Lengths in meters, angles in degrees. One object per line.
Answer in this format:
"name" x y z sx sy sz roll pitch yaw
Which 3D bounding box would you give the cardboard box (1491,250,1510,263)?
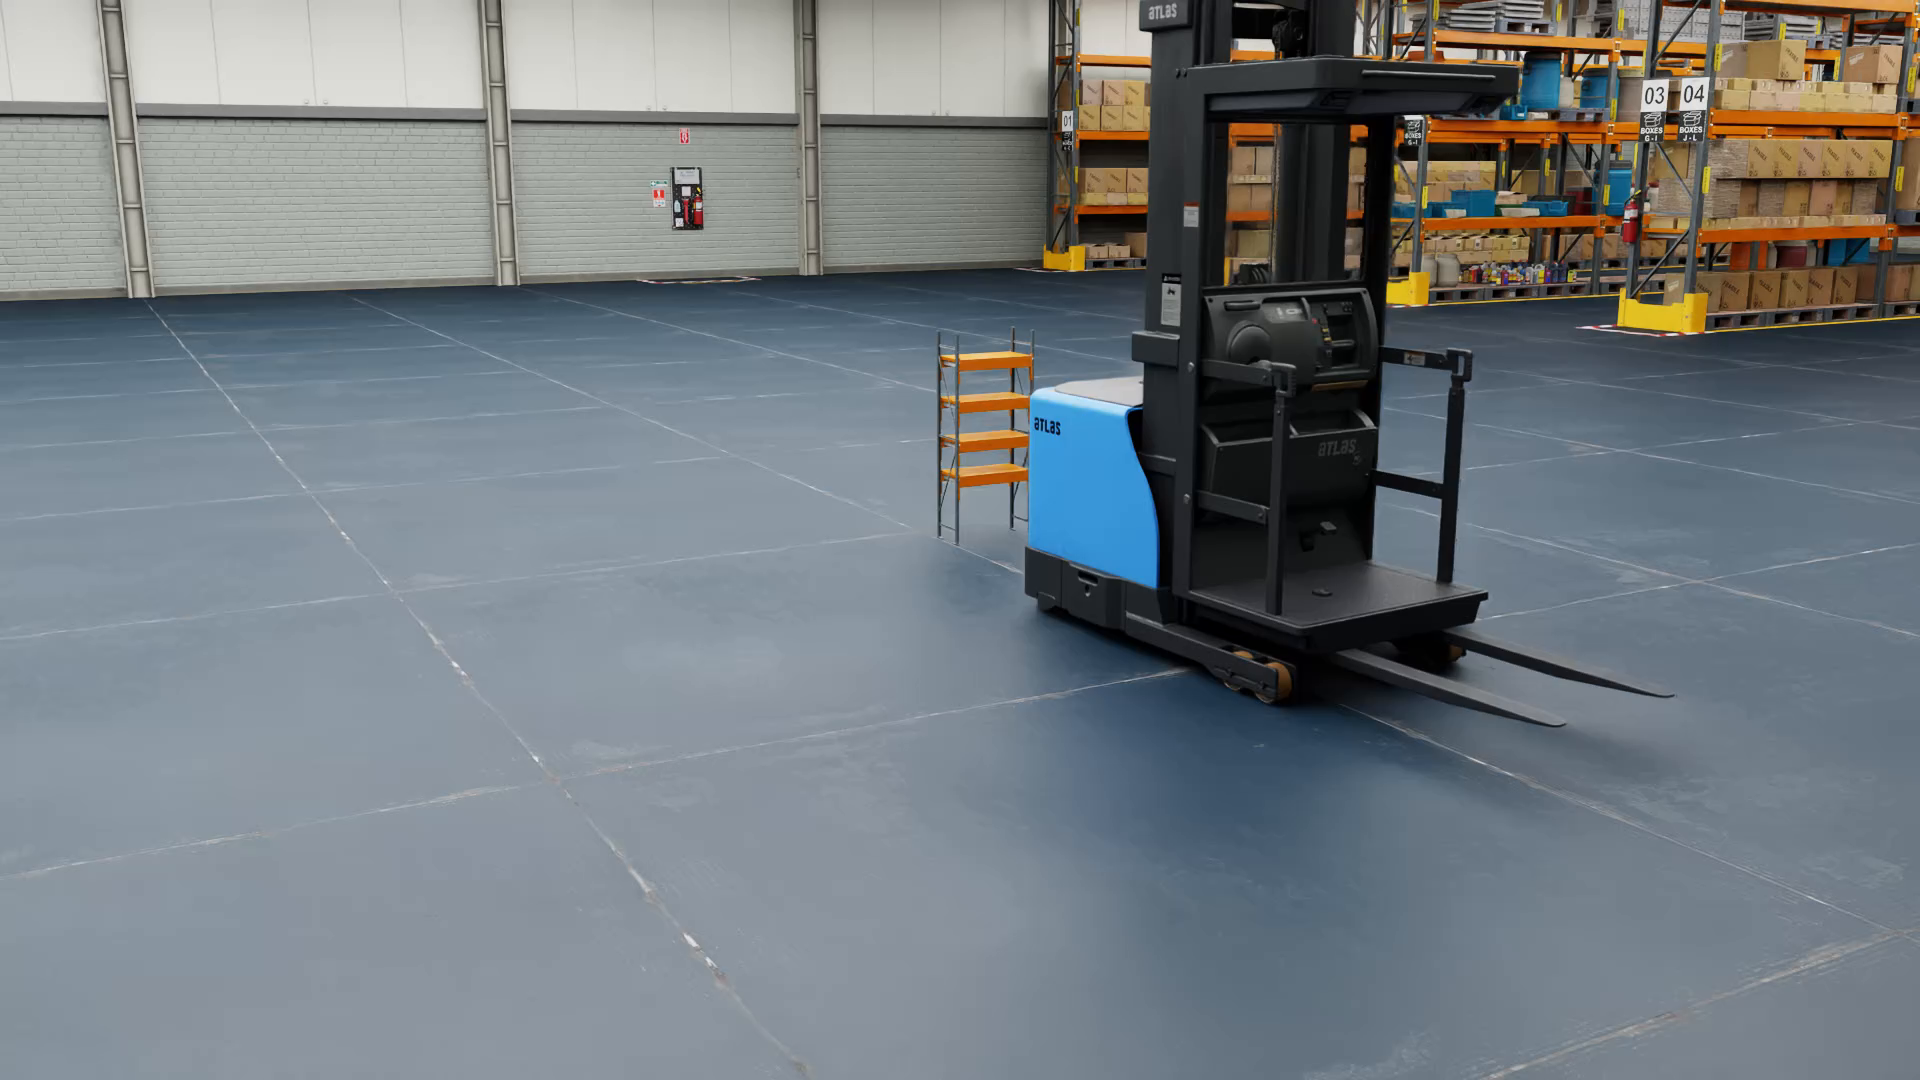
"cardboard box" 10.709 -5.718 33.490 0.500 0.250 0.500 -7 14 -29

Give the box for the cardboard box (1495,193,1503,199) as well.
"cardboard box" 10.627 -6.911 33.690 0.500 0.311 0.500 -7 14 -29

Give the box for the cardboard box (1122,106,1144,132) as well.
"cardboard box" 3.462 -8.738 34.499 0.500 0.500 0.500 -6 14 -25

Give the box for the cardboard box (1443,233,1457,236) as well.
"cardboard box" 9.999 -6.040 33.644 0.500 0.311 0.500 -7 15 -29

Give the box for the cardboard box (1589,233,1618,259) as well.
"cardboard box" 13.397 -6.163 34.855 0.500 0.500 0.500 -7 15 -30

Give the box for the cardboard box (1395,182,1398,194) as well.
"cardboard box" 9.677 -8.171 38.135 0.500 0.500 0.500 -6 14 -26

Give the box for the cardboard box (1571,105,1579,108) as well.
"cardboard box" 12.319 -8.630 34.063 0.500 0.500 0.910 -7 14 -28

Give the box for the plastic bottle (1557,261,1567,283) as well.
"plastic bottle" 9.937 -4.435 27.514 0.185 0.351 0.144 -7 15 -29

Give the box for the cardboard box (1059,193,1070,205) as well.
"cardboard box" 2.424 -7.147 34.832 0.500 0.250 0.500 -7 14 -27

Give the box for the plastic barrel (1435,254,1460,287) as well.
"plastic barrel" 7.834 -4.343 26.784 0.421 0.512 0.421 0 13 0

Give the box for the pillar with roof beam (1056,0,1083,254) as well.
"pillar with roof beam" 4.369 -9.462 31.156 0.400 9.000 9.100 -7 14 -28

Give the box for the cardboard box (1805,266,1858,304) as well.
"cardboard box" 12.367 -3.632 23.654 0.500 0.500 0.500 -7 15 -30

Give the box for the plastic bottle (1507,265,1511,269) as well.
"plastic bottle" 9.180 -4.472 27.860 0.097 0.271 0.097 0 13 0

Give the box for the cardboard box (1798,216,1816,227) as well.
"cardboard box" 11.366 -4.324 22.565 0.250 0.149 0.380 -7 14 -28

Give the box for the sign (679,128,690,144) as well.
"sign" -5.202 -7.630 31.401 0.199 0.298 0.001 -7 14 -28

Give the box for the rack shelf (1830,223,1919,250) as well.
"rack shelf" 14.493 -4.541 24.592 4.000 0.370 1.077 -7 14 -28

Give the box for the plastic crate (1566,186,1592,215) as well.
"plastic crate" 10.643 -5.777 28.301 0.583 0.464 0.402 -7 14 -28

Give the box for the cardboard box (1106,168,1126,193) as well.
"cardboard box" 3.108 -7.469 34.553 0.500 0.500 0.500 -7 14 -28

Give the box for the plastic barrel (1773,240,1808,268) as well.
"plastic barrel" 15.288 -5.259 30.679 0.708 0.588 0.600 -7 14 -28

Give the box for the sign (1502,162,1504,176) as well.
"sign" 12.908 -8.809 39.464 0.005 0.325 0.100 -7 14 -28

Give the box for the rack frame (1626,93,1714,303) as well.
"rack frame" 9.226 -4.260 21.708 0.127 3.000 1.000 -7 14 -28

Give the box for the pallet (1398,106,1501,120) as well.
"pallet" 7.626 -6.654 25.944 1.213 0.211 1.003 -7 14 -28

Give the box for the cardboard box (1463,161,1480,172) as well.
"cardboard box" 11.898 -8.806 39.246 0.500 0.250 0.500 -6 14 -27

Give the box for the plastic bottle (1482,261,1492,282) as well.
"plastic bottle" 8.755 -4.469 27.666 0.185 0.351 0.144 -6 14 -26

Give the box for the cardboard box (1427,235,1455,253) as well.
"cardboard box" 9.372 -5.830 32.709 0.500 0.311 0.500 -7 15 -30

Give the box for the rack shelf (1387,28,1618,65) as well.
"rack shelf" 8.609 -7.806 26.349 4.000 0.370 1.077 -7 14 -28

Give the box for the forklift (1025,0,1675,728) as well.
"forklift" 1.529 -0.890 6.886 1.130 2.935 3.031 -8 15 -31

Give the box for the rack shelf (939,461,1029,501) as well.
"rack shelf" 0.145 -0.343 9.613 0.480 0.148 0.258 -7 14 -28

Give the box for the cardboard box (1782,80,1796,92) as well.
"cardboard box" 10.737 -5.960 21.861 0.250 0.149 0.380 -8 15 -30

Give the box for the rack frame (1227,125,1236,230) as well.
"rack frame" 5.617 -7.545 36.303 0.127 3.000 1.000 -7 14 -28

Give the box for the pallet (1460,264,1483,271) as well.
"pallet" 9.694 -5.445 33.321 1.213 0.211 1.003 -7 14 -28

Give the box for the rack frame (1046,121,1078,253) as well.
"rack frame" 2.106 -7.124 34.433 0.127 3.000 1.000 -7 14 -28

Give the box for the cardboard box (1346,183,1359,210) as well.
"cardboard box" 7.148 -6.535 31.587 0.500 0.500 0.700 -7 14 -28

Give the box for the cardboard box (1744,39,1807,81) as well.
"cardboard box" 10.659 -6.266 21.743 0.500 0.500 0.500 -7 14 -28

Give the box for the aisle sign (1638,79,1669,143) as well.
"aisle sign" 9.028 -5.580 21.651 0.004 0.787 0.394 -7 14 -28

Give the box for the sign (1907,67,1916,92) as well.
"sign" 13.004 -6.293 22.731 0.005 0.325 0.100 -7 14 -28

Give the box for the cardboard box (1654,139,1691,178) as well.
"cardboard box" 9.591 -5.048 22.024 0.500 0.500 0.500 -7 14 -28

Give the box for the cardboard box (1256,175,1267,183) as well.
"cardboard box" 5.381 -6.589 30.351 0.250 0.149 0.380 -7 14 -28

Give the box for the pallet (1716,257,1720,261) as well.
"pallet" 17.761 -6.401 37.569 1.213 0.211 1.003 -7 14 -28

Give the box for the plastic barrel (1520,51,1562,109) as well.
"plastic barrel" 9.439 -7.464 27.015 0.708 0.901 0.600 -7 14 -28

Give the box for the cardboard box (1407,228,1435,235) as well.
"cardboard box" 10.608 -7.265 38.998 0.750 0.750 0.750 -7 14 -28

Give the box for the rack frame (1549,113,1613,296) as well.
"rack frame" 10.364 -5.636 27.819 0.127 3.000 1.000 -7 14 -28

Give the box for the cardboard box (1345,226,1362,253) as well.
"cardboard box" 7.437 -5.832 32.288 0.500 0.500 0.500 -7 14 -28

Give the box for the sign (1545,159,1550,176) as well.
"sign" 11.774 -7.470 33.332 0.005 0.325 0.100 -7 14 -28

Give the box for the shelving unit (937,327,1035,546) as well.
"shelving unit" 0.145 -0.603 9.555 0.503 1.200 0.258 -7 14 -28

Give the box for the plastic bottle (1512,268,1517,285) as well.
"plastic bottle" 8.983 -4.276 26.988 0.097 0.271 0.097 0 13 0

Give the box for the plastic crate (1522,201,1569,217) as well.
"plastic crate" 9.523 -5.394 27.086 0.616 0.251 0.499 -7 14 -28

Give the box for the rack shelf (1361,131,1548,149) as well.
"rack shelf" 9.750 -7.914 32.747 4.000 0.370 1.077 -7 14 -28

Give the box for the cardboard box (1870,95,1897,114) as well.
"cardboard box" 12.462 -5.973 22.829 0.500 0.250 0.500 -6 14 -26

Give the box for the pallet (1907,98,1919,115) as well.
"pallet" 13.330 -6.097 23.467 1.003 0.211 1.213 -7 14 -28

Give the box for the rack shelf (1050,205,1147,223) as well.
"rack shelf" 3.862 -6.984 35.447 4.000 0.370 1.077 -7 14 -28

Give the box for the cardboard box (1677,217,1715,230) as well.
"cardboard box" 9.591 -4.122 21.665 0.250 0.149 0.380 -7 14 -28

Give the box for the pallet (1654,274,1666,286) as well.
"pallet" 13.177 -4.622 29.666 1.213 0.211 1.003 -7 14 -28

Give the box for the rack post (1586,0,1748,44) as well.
"rack post" 12.051 -8.884 28.133 3.121 1.000 1.013 -7 14 -28

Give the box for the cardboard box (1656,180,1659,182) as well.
"cardboard box" 15.332 -7.583 36.245 0.500 0.500 0.500 -7 14 -27

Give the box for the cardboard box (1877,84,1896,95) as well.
"cardboard box" 12.591 -6.176 22.822 0.250 0.149 0.380 -6 14 -26
